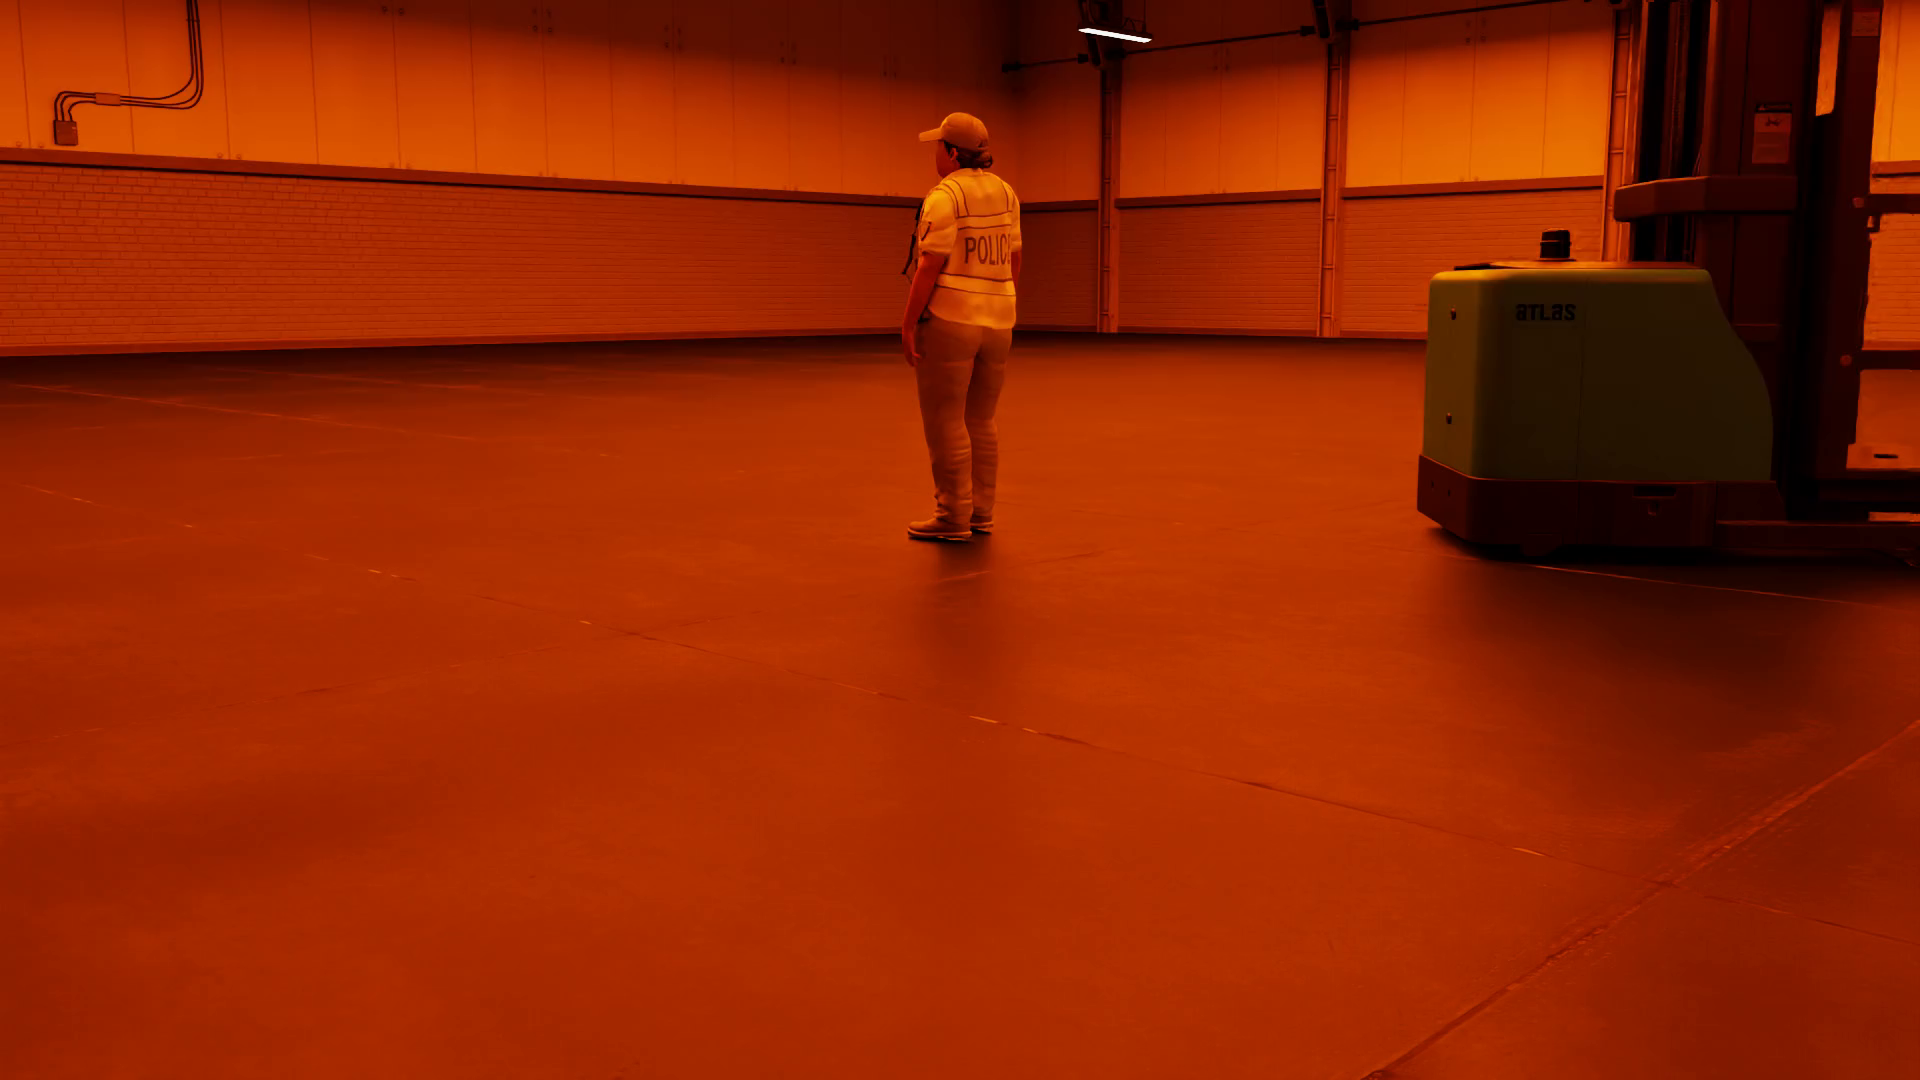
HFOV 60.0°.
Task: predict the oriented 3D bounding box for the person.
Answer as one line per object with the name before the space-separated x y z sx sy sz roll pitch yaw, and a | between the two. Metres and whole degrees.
person | -0.040 -0.842 6.661 0.529 1.670 0.599 8 12 43

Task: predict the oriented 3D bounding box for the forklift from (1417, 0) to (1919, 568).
forklift | 3.428 -1.427 6.349 3.031 2.935 1.130 1 9 3
